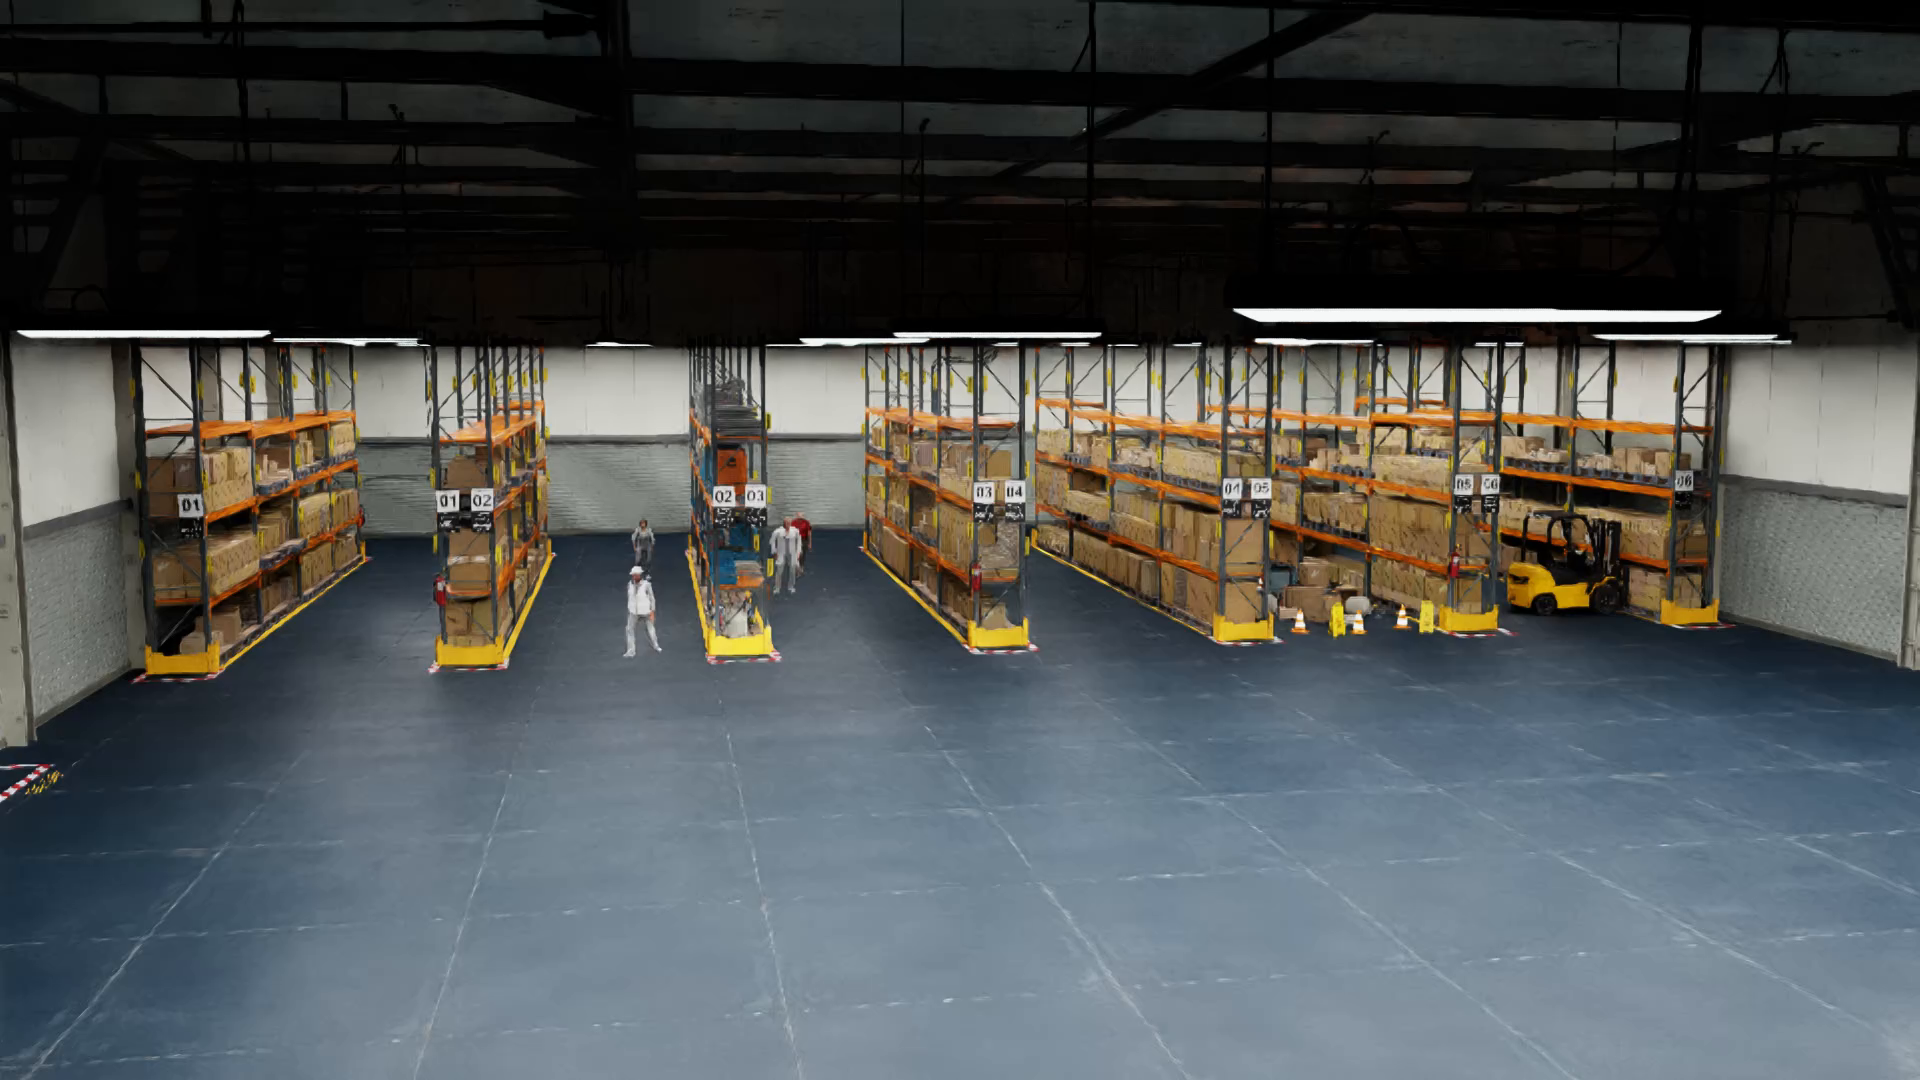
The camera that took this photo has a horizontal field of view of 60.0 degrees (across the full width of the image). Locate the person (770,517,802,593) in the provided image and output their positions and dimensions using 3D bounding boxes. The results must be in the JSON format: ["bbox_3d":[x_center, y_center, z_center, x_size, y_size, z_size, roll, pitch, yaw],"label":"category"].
[{"bbox_3d":[-3.890,0.326,37.198,0.729,1.730,0.546,-1,7,-13],"label":"person"}]

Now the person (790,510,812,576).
[{"bbox_3d":[-4.039,0.063,42.146,0.556,1.669,1.040,-1,7,-12],"label":"person"}]

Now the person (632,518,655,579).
[{"bbox_3d":[-7.912,0.217,41.544,0.566,1.526,0.519,-2,7,-13],"label":"person"}]

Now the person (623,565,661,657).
[{"bbox_3d":[-5.962,1.315,31.120,0.570,1.721,0.954,1,7,10],"label":"person"}]
